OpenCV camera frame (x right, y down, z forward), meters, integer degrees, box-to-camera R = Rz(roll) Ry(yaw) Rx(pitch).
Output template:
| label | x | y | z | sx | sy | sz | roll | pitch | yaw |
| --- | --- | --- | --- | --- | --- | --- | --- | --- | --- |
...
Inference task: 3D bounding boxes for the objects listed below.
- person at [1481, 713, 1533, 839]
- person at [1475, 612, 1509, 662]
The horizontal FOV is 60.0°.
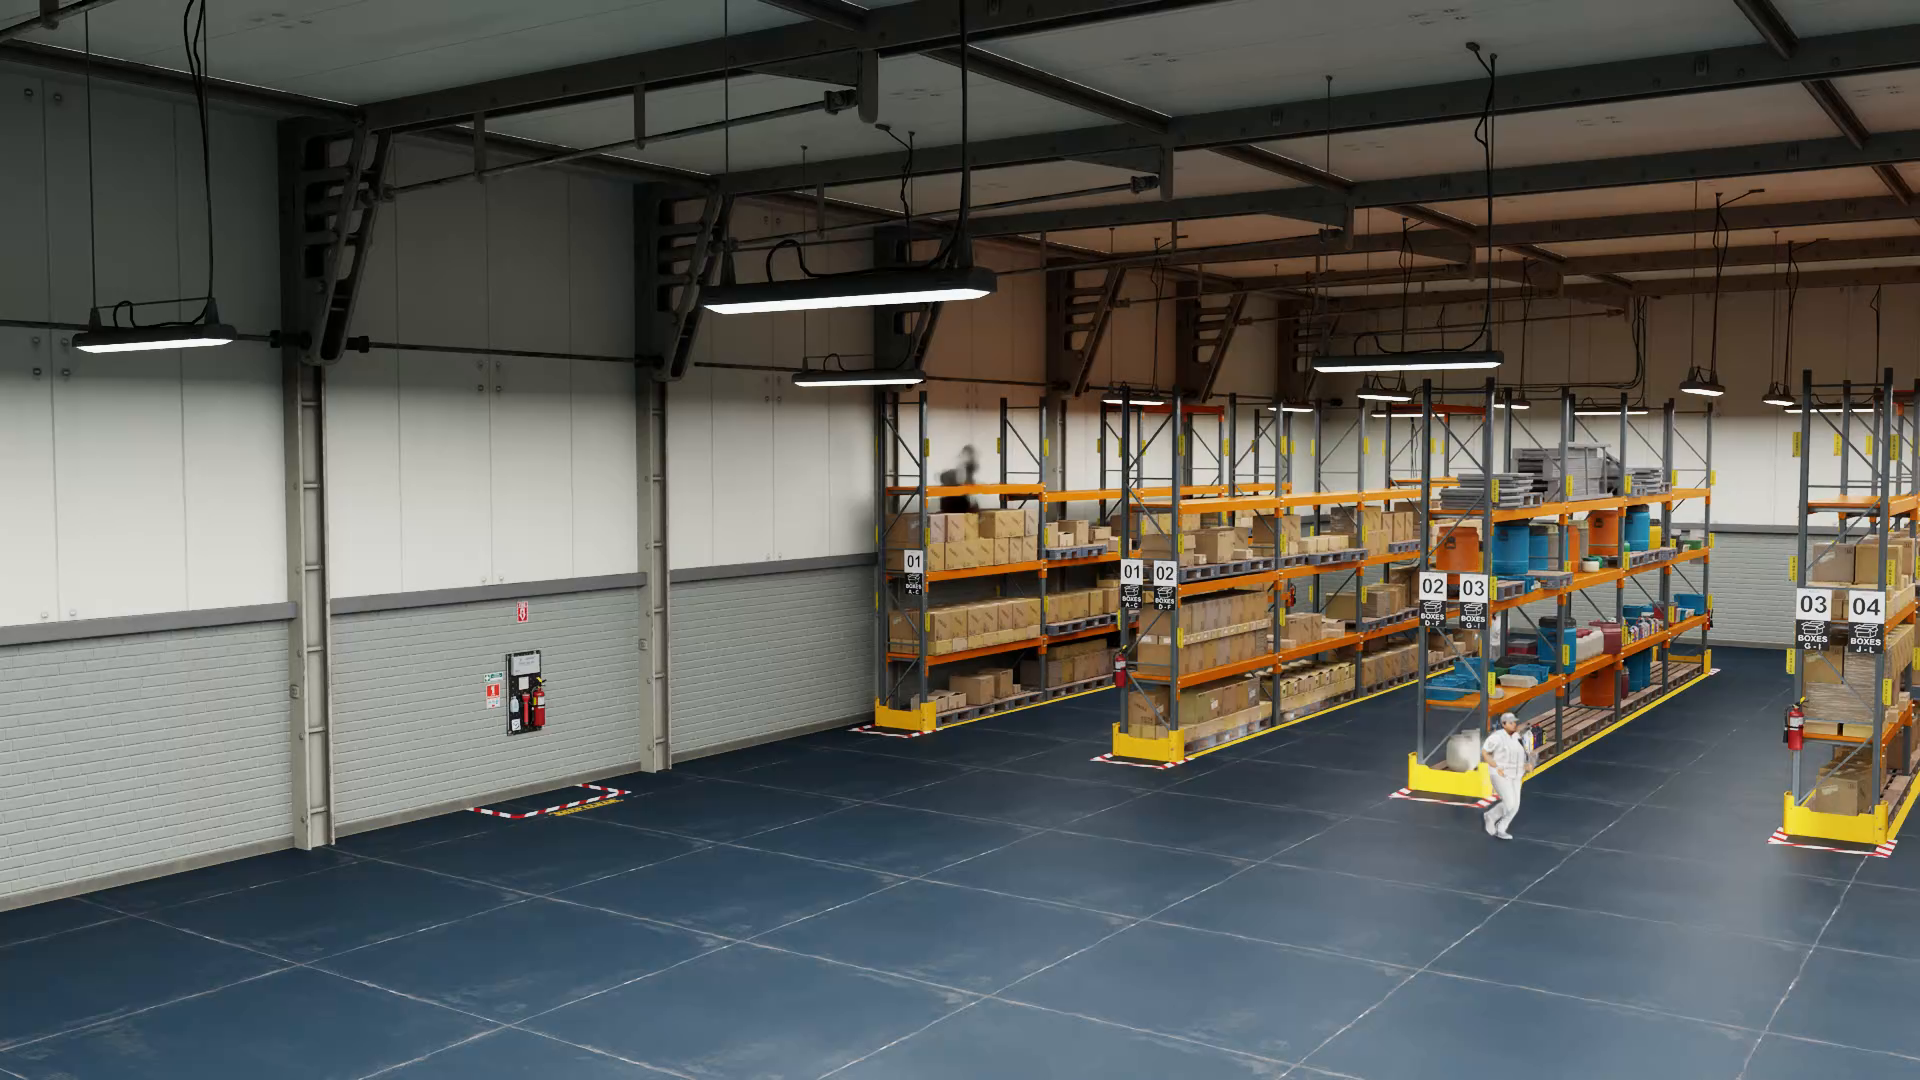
| label | x | y | z | sx | sy | sz | roll | pitch | yaw |
| --- | --- | --- | --- | --- | --- | --- | --- | --- | --- |
| person | 6.986 | 3.010 | 21.178 | 0.580 | 1.620 | 0.533 | -2 | 4 | -28 |
| person | 11.007 | 2.189 | 34.452 | 0.687 | 1.774 | 1.002 | 2 | 4 | 26 |
